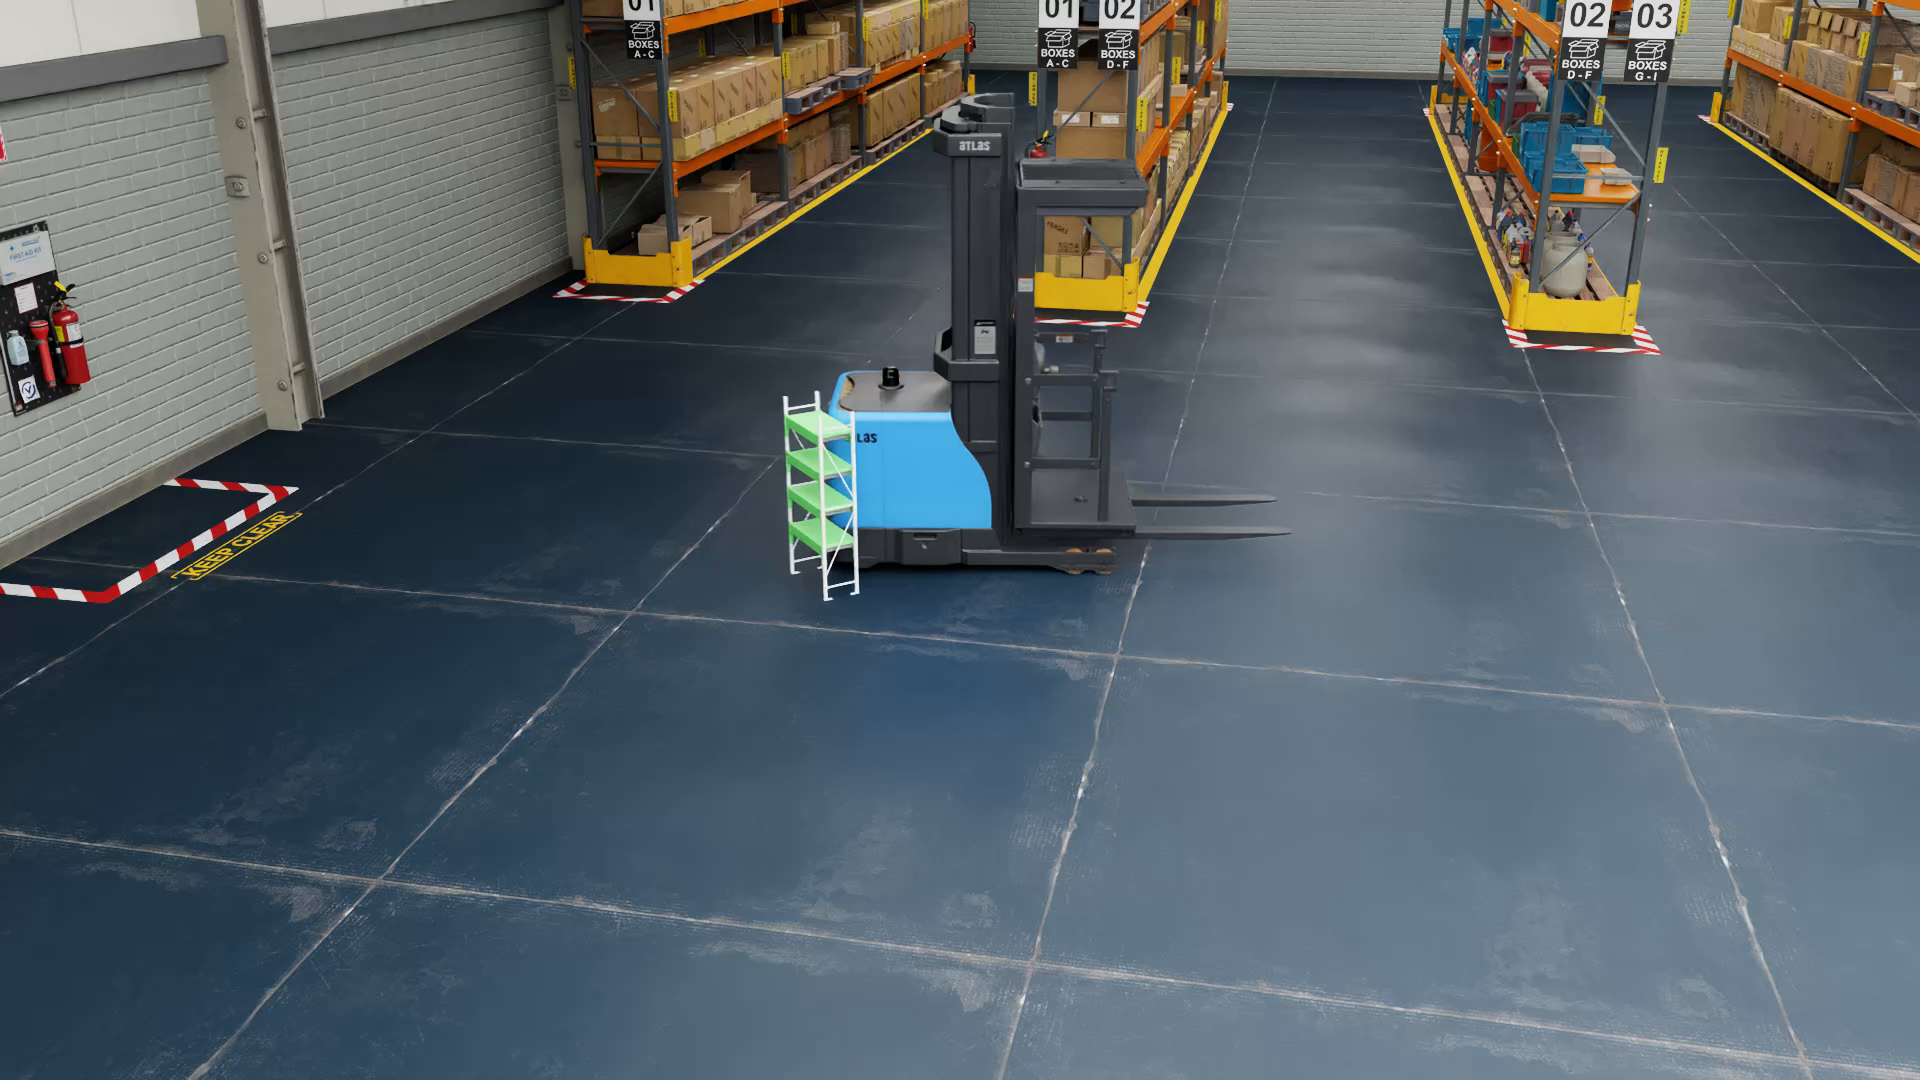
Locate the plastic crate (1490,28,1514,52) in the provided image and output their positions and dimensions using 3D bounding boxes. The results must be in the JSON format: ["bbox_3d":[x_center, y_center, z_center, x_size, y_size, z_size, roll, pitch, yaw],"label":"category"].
[{"bbox_3d":[8.999,-8.235,27.619,0.402,0.464,0.583,4,22,11],"label":"plastic crate"}]

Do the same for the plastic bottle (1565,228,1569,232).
[{"bbox_3d":[6.843,-3.391,18.805,0.061,0.283,0.133,4,22,11],"label":"plastic bottle"}]

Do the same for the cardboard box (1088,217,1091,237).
[{"bbox_3d":[1.282,-3.713,18.672,0.500,0.500,0.500,4,22,11],"label":"cardboard box"}]

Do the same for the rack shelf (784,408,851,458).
[{"bbox_3d":[-0.871,-0.664,10.283,0.258,0.148,0.480,-12,25,-28],"label":"rack shelf"}]

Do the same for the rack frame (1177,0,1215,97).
[{"bbox_3d":[3.723,-8.249,27.819,1.000,3.000,0.127,4,22,11],"label":"rack frame"}]

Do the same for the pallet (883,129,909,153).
[{"bbox_3d":[-1.458,-6.596,27.448,1.003,0.211,1.213,4,22,11],"label":"pallet"}]

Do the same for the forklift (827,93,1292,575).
[{"bbox_3d":[0.665,-1.334,10.742,3.031,2.935,1.130,0,22,1],"label":"forklift"}]

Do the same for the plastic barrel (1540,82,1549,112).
[{"bbox_3d":[7.349,-5.340,20.416,0.433,0.535,0.433,0,22,0],"label":"plastic barrel"}]

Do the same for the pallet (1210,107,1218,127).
[{"bbox_3d":[4.111,-7.654,30.075,1.003,0.211,1.213,4,22,11],"label":"pallet"}]

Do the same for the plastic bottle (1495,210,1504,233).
[{"bbox_3d":[6.445,-3.799,19.835,0.097,0.271,0.097,0,22,0],"label":"plastic bottle"}]

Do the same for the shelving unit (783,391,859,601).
[{"bbox_3d":[-0.871,-0.278,10.439,0.258,1.200,0.503,-12,25,-28],"label":"shelving unit"}]

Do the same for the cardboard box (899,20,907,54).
[{"bbox_3d":[-1.180,-8.260,27.289,0.500,0.500,0.500,4,22,11],"label":"cardboard box"}]

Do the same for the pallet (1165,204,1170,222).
[{"bbox_3d":[2.202,-4.302,21.752,1.003,0.211,1.213,4,22,11],"label":"pallet"}]

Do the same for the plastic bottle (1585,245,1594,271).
[{"bbox_3d":[6.798,-3.059,17.996,0.097,0.271,0.097,0,22,0],"label":"plastic bottle"}]

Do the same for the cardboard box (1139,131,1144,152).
[{"bbox_3d":[1.695,-4.642,18.732,0.700,0.500,0.500,5,23,13],"label":"cardboard box"}]

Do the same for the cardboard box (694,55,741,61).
[{"bbox_3d":[-3.060,-5.831,20.986,0.500,0.500,0.500,4,22,10],"label":"cardboard box"}]

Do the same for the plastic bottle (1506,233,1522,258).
[{"bbox_3d":[6.175,-3.268,18.509,0.152,0.276,0.135,4,22,9],"label":"plastic bottle"}]

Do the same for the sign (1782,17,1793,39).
[{"bbox_3d":[12.876,-7.972,25.868,0.100,0.325,0.005,4,22,11],"label":"sign"}]

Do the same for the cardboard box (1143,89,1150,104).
[{"bbox_3d":[1.933,-4.993,18.733,0.380,0.149,0.250,5,23,13],"label":"cardboard box"}]

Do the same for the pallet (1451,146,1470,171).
[{"bbox_3d":[8.126,-5.850,25.595,1.003,0.211,1.213,4,22,11],"label":"pallet"}]

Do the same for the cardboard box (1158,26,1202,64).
[{"bbox_3d":[3.298,-7.586,25.478,0.700,0.500,0.500,9,24,21],"label":"cardboard box"}]

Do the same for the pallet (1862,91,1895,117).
[{"bbox_3d":[12.563,-5.671,21.677,1.213,0.211,1.003,4,22,11],"label":"pallet"}]

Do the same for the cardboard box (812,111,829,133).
[{"bbox_3d":[-2.217,-6.083,24.197,0.500,0.250,0.500,5,22,12],"label":"cardboard box"}]

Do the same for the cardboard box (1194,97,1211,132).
[{"bbox_3d":[3.903,-7.091,27.702,0.500,0.500,0.500,4,22,11],"label":"cardboard box"}]

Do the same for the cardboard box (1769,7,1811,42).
[{"bbox_3d":[13.358,-8.280,26.696,0.500,0.500,0.500,5,22,11],"label":"cardboard box"}]

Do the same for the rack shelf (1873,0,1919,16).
[{"bbox_3d":[12.196,-6.355,20.067,1.077,0.370,4.000,4,22,11],"label":"rack shelf"}]

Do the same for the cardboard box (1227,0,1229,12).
[{"bbox_3d":[4.717,-10.038,30.790,0.500,0.500,0.500,4,22,10],"label":"cardboard box"}]

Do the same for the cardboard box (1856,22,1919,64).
[{"bbox_3d":[12.769,-6.807,22.763,0.797,0.503,0.637,5,23,13],"label":"cardboard box"}]

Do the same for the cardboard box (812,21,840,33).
[{"bbox_3d":[-1.985,-7.585,24.580,0.380,0.149,0.250,2,22,4],"label":"cardboard box"}]

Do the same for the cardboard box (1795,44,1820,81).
[{"bbox_3d":[12.980,-7.205,25.095,0.500,0.500,0.500,4,22,11],"label":"cardboard box"}]

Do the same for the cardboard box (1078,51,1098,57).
[{"bbox_3d":[1.495,-4.890,17.610,0.700,0.500,0.500,4,22,10],"label":"cardboard box"}]

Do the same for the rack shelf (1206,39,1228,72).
[{"bbox_3d":[4.131,-8.646,29.770,1.077,0.370,4.000,4,22,11],"label":"rack shelf"}]

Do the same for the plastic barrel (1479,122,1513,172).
[{"bbox_3d":[7.838,-5.775,24.021,0.600,0.830,0.708,4,22,11],"label":"plastic barrel"}]

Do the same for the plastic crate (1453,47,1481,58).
[{"bbox_3d":[8.537,-8.200,27.986,0.437,0.125,0.590,4,22,11],"label":"plastic crate"}]

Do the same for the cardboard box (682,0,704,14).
[{"bbox_3d":[-3.119,-5.980,18.011,0.500,0.500,0.500,6,23,14],"label":"cardboard box"}]

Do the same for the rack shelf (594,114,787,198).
[{"bbox_3d":[-3.168,-4.634,19.807,1.077,0.370,4.000,4,22,11],"label":"rack shelf"}]

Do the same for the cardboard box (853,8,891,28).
[{"bbox_3d":[-1.392,-8.230,26.210,0.500,0.250,0.500,5,22,11],"label":"cardboard box"}]

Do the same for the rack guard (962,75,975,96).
[{"bbox_3d":[-0.306,-8.937,32.875,1.175,0.500,0.348,4,22,11],"label":"rack guard"}]

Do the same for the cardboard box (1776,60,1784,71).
[{"bbox_3d":[13.161,-7.512,26.327,0.380,0.149,0.250,5,22,11],"label":"cardboard box"}]

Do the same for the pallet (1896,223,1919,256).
[{"bbox_3d":[11.945,-3.558,19.905,1.003,0.211,1.213,4,22,11],"label":"pallet"}]

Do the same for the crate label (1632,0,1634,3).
[{"bbox_3d":[6.828,-5.463,17.086,0.502,0.251,0.408,4,22,11],"label":"crate label"}]

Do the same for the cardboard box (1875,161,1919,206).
[{"bbox_3d":[12.386,-4.623,21.575,0.700,0.500,0.500,3,22,6],"label":"cardboard box"}]

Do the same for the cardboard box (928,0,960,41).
[{"bbox_3d":[-0.543,-9.773,31.202,0.980,0.700,0.700,4,22,10],"label":"cardboard box"}]

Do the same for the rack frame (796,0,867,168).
[{"bbox_3d":[-1.944,-7.162,25.121,1.000,3.000,0.127,4,22,11],"label":"rack frame"}]

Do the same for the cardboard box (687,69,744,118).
[{"bbox_3d":[-2.869,-5.234,19.503,0.500,0.500,0.500,5,23,13],"label":"cardboard box"}]

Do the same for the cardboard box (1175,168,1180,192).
[{"bbox_3d":[2.729,-4.933,22.706,0.500,0.250,0.500,5,22,12],"label":"cardboard box"}]

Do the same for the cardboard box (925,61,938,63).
[{"bbox_3d":[-0.629,-9.036,31.690,0.380,0.149,0.250,5,22,11],"label":"cardboard box"}]

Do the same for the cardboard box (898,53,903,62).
[{"bbox_3d":[-1.156,-8.002,27.516,0.380,0.149,0.250,4,22,11],"label":"cardboard box"}]

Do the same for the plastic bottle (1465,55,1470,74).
[{"bbox_3d":[7.897,-7.389,25.842,0.061,0.283,0.133,4,22,11],"label":"plastic bottle"}]

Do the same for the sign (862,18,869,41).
[{"bbox_3d":[-1.410,-7.624,24.826,0.100,0.325,0.005,4,22,11],"label":"sign"}]

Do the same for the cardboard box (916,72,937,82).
[{"bbox_3d":[-0.626,-8.338,29.957,0.380,0.149,0.250,5,23,13],"label":"cardboard box"}]

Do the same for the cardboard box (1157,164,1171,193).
[{"bbox_3d":[2.419,-4.634,21.213,0.500,0.311,0.500,5,22,11],"label":"cardboard box"}]

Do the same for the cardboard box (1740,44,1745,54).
[{"bbox_3d":[13.686,-8.451,28.657,0.380,0.149,0.250,4,22,10],"label":"cardboard box"}]

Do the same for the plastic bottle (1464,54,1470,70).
[{"bbox_3d":[7.979,-7.496,26.122,0.097,0.271,0.097,0,22,0],"label":"plastic bottle"}]
